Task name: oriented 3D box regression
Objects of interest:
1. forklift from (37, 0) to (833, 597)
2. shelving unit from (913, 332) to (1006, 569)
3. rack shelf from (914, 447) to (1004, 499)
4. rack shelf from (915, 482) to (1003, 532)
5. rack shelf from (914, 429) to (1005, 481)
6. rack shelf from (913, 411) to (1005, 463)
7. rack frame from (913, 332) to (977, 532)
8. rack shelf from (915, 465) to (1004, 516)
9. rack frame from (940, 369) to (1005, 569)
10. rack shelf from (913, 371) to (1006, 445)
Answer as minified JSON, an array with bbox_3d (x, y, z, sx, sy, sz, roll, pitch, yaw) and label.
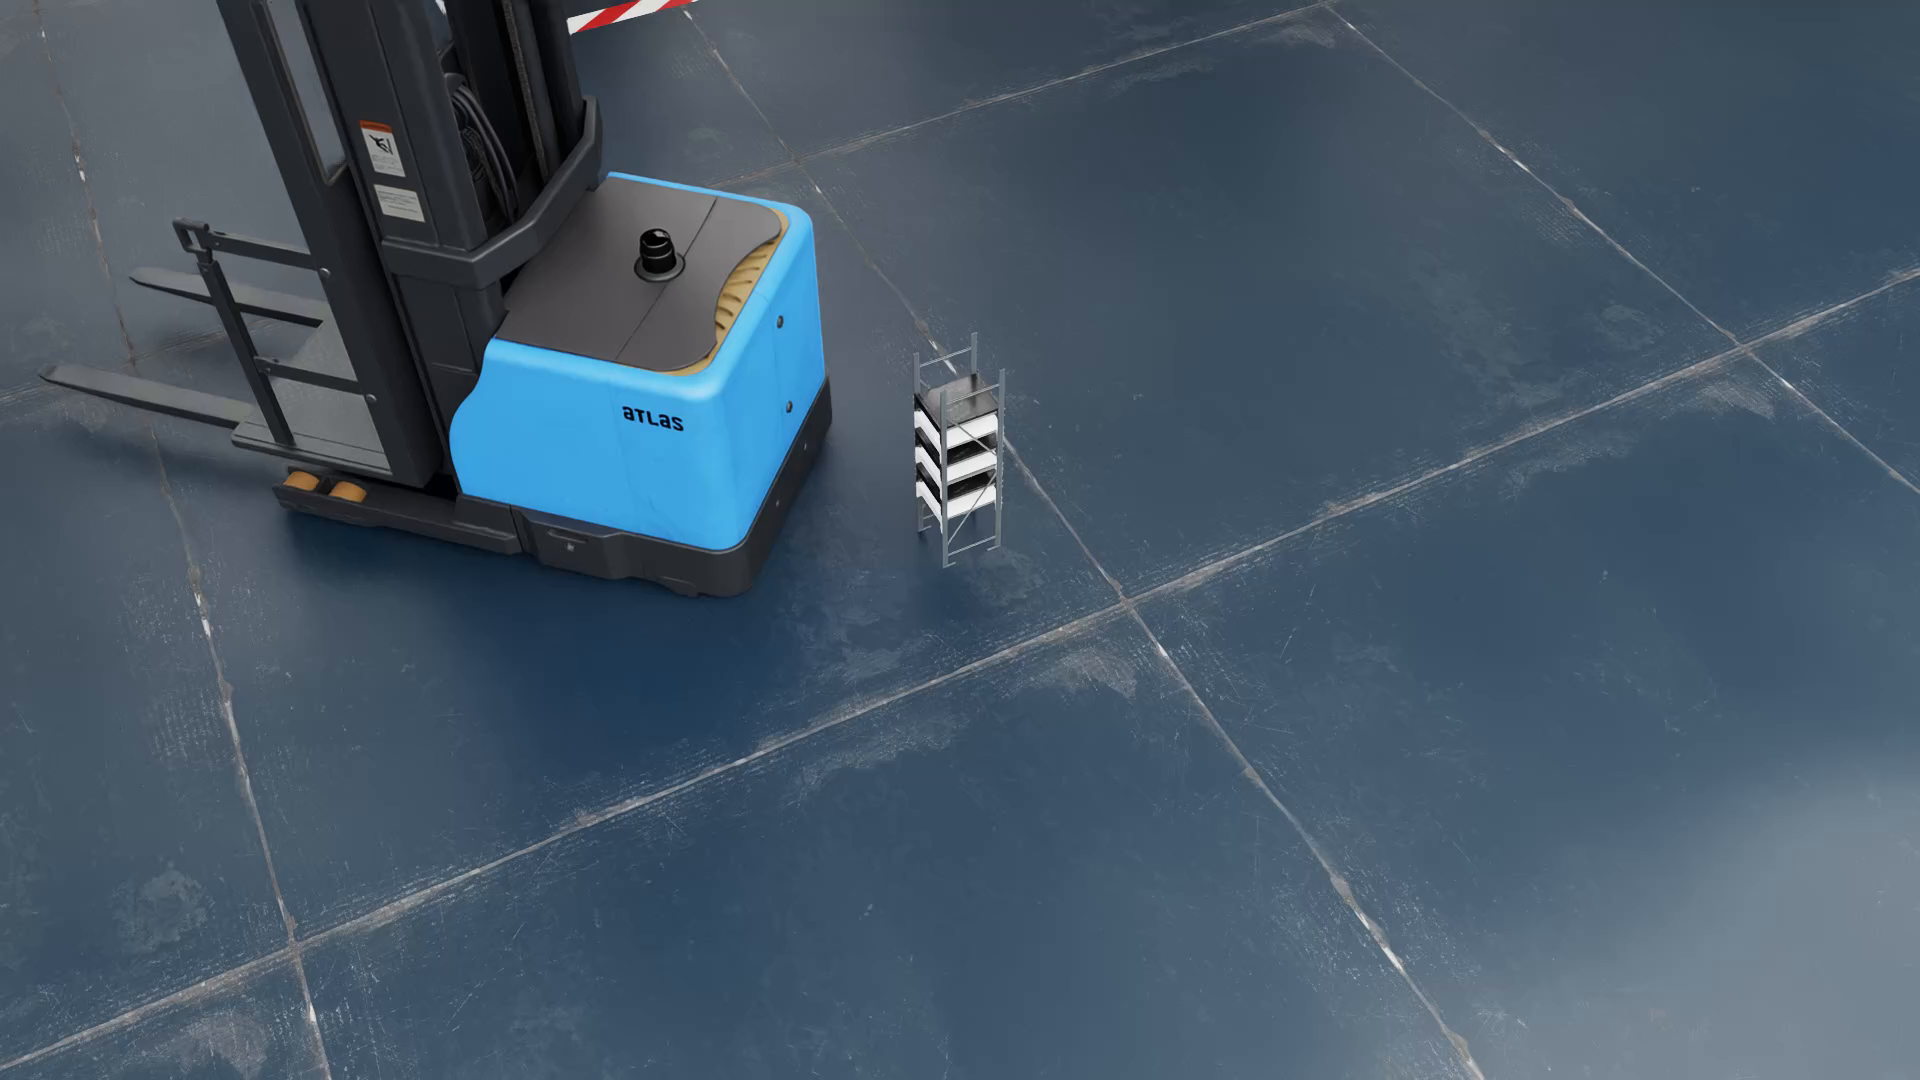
[{"bbox_3d":[-2.079,-1.393,5.521,3.031,2.935,1.130,12,50,11],"label":"forklift"},{"bbox_3d":[-0.004,-0.302,5.916,0.258,0.900,0.210,-21,52,-18],"label":"shelving unit"},{"bbox_3d":[-0.004,-0.280,5.941,0.258,0.077,0.200,-21,52,-18],"label":"rack shelf"},{"bbox_3d":[-0.004,-0.161,6.077,0.258,0.077,0.200,-21,52,-18],"label":"rack shelf"},{"bbox_3d":[-0.004,-0.339,5.873,0.258,0.077,0.200,-21,52,-18],"label":"rack shelf"},{"bbox_3d":[-0.004,-0.398,5.806,0.258,0.077,0.200,-21,52,-18],"label":"rack shelf"},{"bbox_3d":[-0.050,-0.370,5.976,0.240,0.900,0.006,-21,52,-18],"label":"rack frame"},{"bbox_3d":[-0.004,-0.221,6.009,0.258,0.077,0.200,-21,52,-18],"label":"rack shelf"},{"bbox_3d":[0.043,-0.234,5.857,0.240,0.900,0.006,-21,52,-18],"label":"rack frame"},{"bbox_3d":[-0.004,-0.458,5.738,0.258,0.077,0.200,-21,52,-18],"label":"rack shelf"}]
